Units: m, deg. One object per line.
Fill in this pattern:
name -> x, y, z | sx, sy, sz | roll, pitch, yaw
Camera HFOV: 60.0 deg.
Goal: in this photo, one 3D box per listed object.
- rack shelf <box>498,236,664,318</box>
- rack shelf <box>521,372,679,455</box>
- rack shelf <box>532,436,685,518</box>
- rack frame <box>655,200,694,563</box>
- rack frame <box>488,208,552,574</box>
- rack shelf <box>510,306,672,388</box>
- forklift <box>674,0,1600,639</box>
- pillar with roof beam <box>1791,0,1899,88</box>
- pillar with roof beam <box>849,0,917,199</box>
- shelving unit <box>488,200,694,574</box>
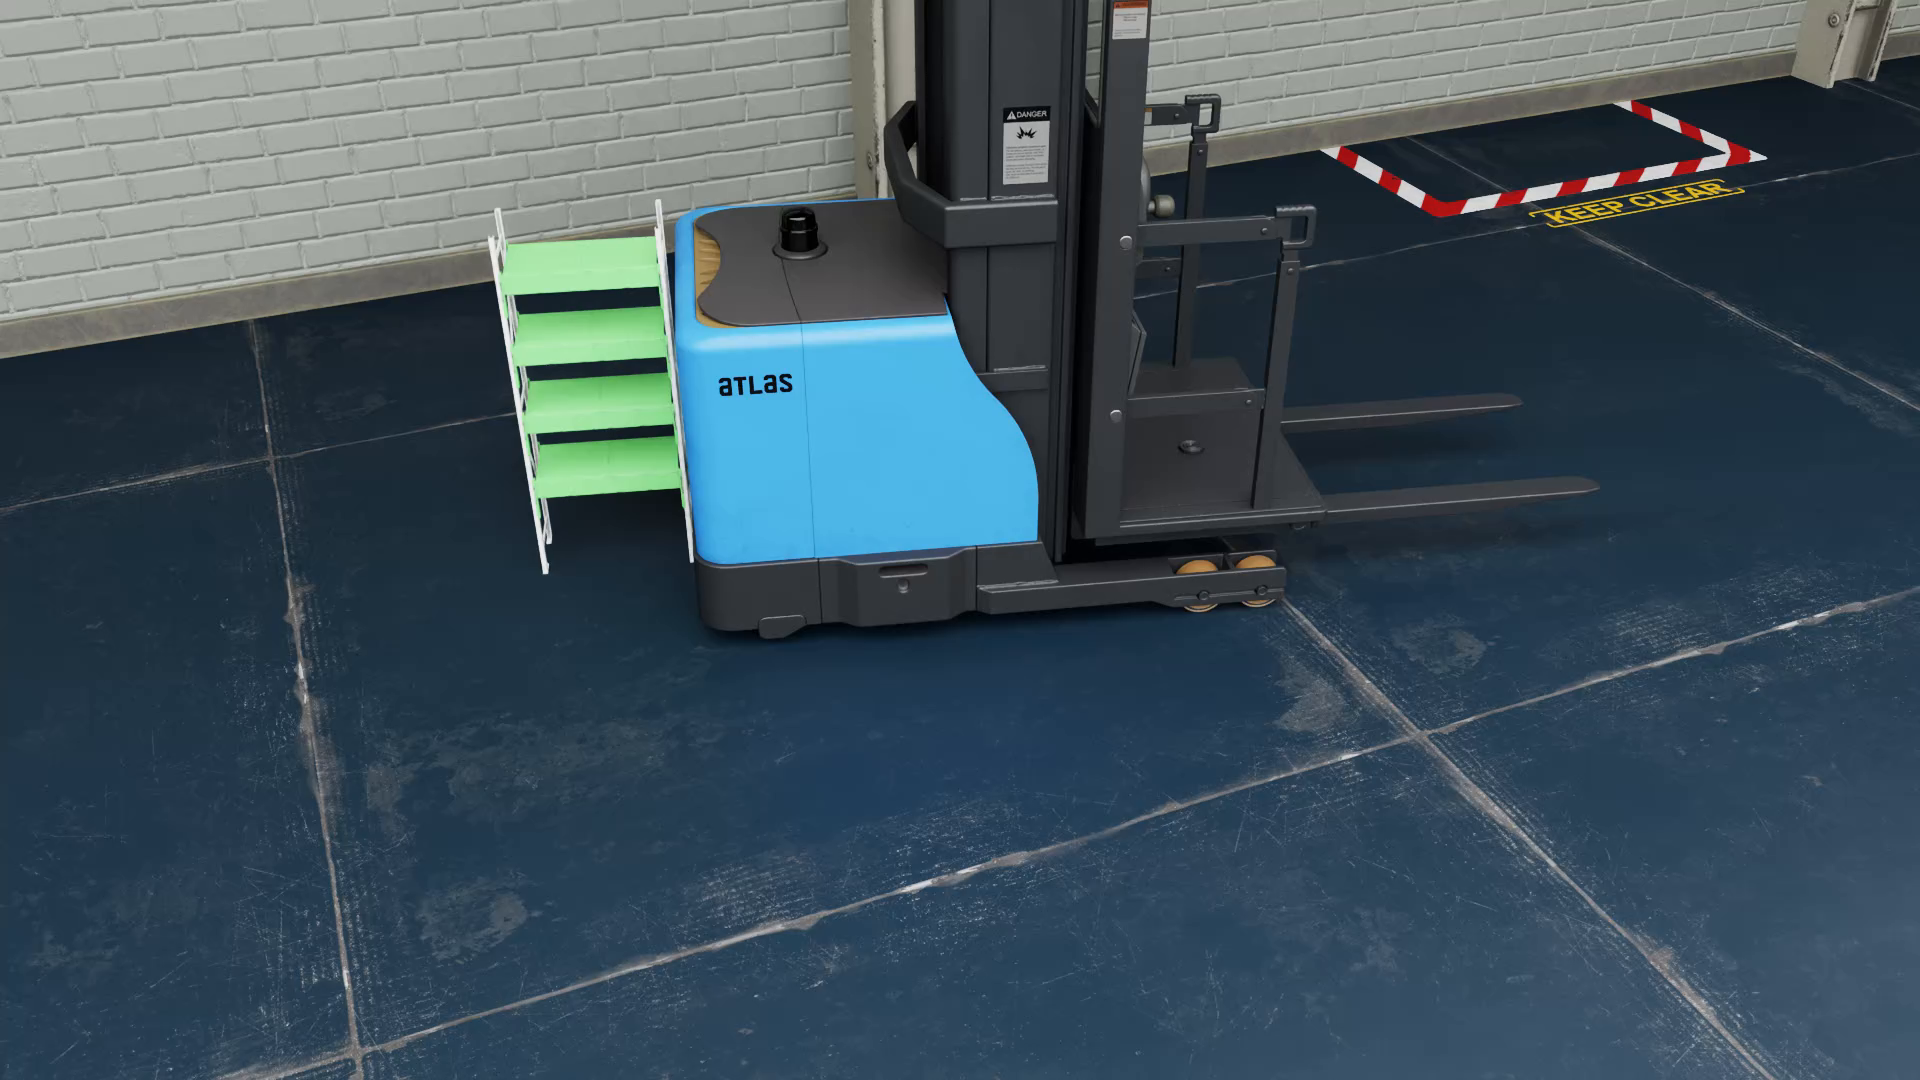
rack shelf -> -1.165, -0.822, 5.150 | 0.480, 0.148, 0.258 | -5, 33, -7
rack shelf -> -1.165, -0.419, 5.411 | 0.480, 0.148, 0.258 | -5, 33, -7
rack shelf -> -1.165, -0.218, 5.542 | 0.480, 0.148, 0.258 | -5, 33, -7
rack frame -> -0.923, -0.492, 5.406 | 0.015, 1.200, 0.240 | -5, 33, -7
rack frame -> -1.406, -0.454, 5.347 | 0.015, 1.200, 0.240 | -5, 33, -7
rack shelf -> -1.165, -0.620, 5.281 | 0.480, 0.148, 0.258 | -5, 33, -7
forklift -> 0.616, -1.277, 5.025 | 3.031, 2.935, 1.130 | -5, 33, -7
pillar with roof beam -> 6.932, -4.408, 4.273 | 0.400, 9.000, 9.100 | -13, 35, -19
pillar with roof beam -> 1.400, -3.141, 2.326 | 0.400, 9.000, 9.100 | -13, 35, -19
shelving unit -> -1.165, -0.473, 5.377 | 0.503, 1.200, 0.258 | -5, 33, -7
